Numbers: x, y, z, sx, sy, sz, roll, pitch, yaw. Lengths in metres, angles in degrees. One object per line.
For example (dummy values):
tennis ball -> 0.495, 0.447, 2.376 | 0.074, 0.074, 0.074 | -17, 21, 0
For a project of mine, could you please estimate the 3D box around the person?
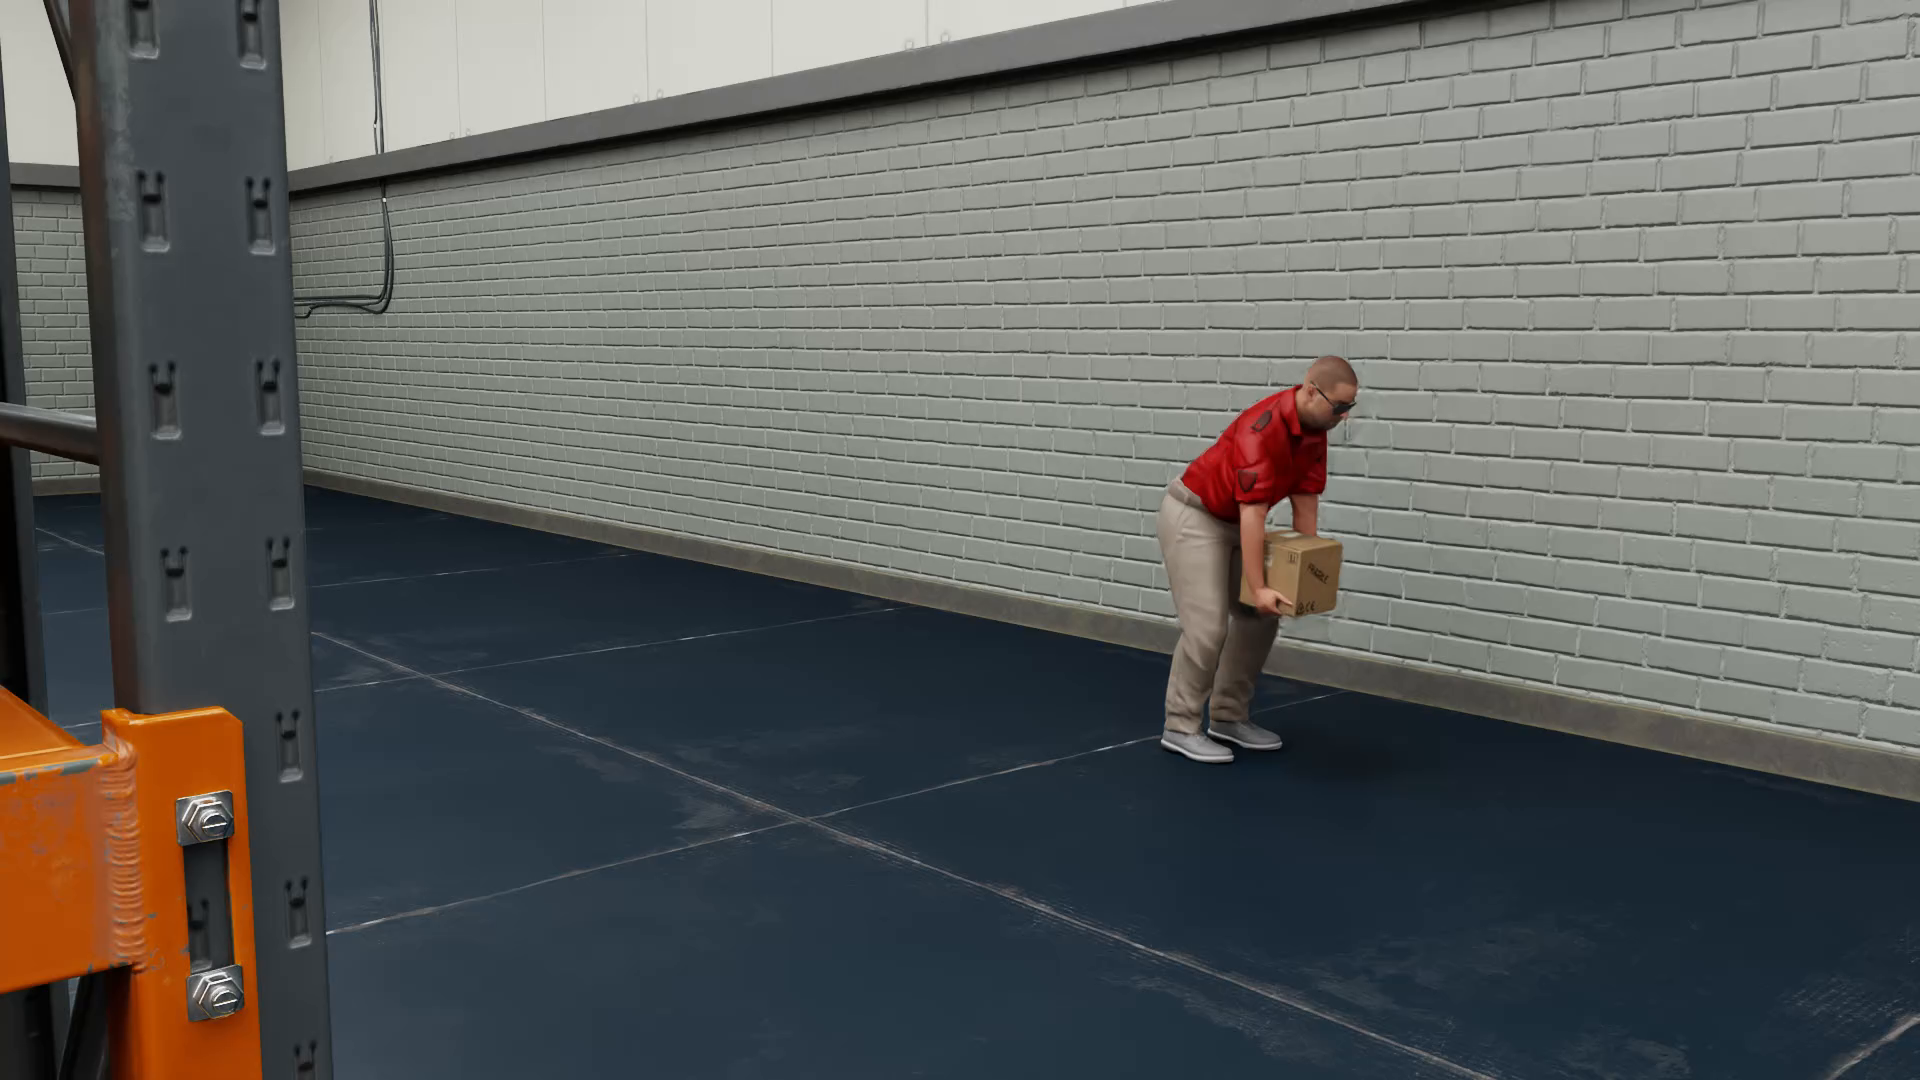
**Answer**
person -> 1.105, 0.077, 6.159 | 0.475, 1.503, 0.780 | -7, 10, -42
